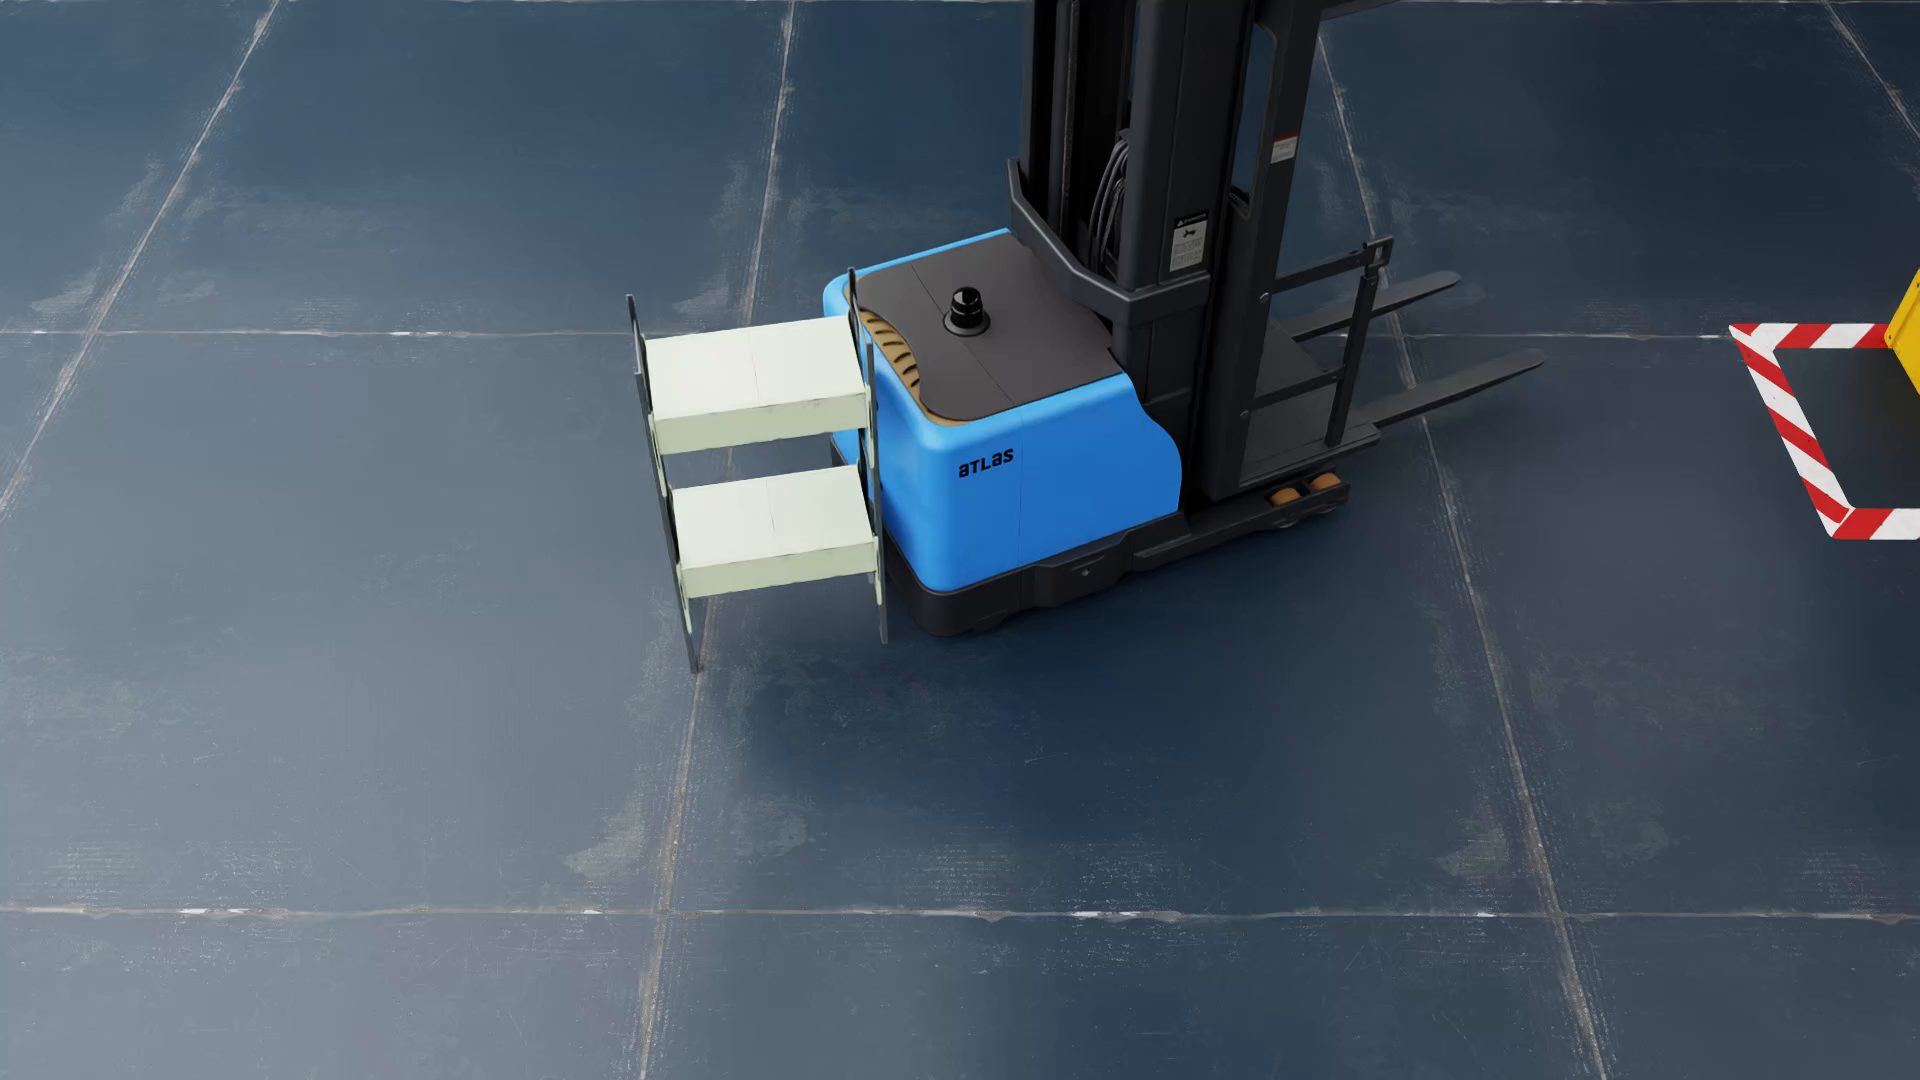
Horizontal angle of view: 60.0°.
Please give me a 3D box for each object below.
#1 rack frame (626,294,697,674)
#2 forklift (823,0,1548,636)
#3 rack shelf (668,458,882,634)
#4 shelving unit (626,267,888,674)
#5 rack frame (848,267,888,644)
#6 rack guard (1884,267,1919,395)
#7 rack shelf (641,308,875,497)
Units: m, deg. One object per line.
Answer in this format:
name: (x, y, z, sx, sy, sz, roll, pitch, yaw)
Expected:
rack frame: (-1.043, -0.150, 5.865, 0.023, 1.500, 0.400, -8, 48, -8)
forklift: (1.032, -1.380, 6.032, 3.031, 2.935, 1.130, -19, 50, -17)
rack shelf: (-0.684, 0.019, 6.153, 0.720, 0.370, 0.431, -8, 48, -8)
shelving unit: (-0.684, -0.203, 5.915, 0.755, 1.500, 0.431, -8, 48, -8)
rack frame: (-0.325, -0.256, 5.964, 0.023, 1.500, 0.400, -8, 48, -8)
rack guard: (4.397, -0.706, 7.066, 0.348, 0.500, 1.175, 0, 47, 0)
rack shelf: (-0.684, -0.469, 5.629, 0.720, 0.370, 0.431, -8, 48, -8)
